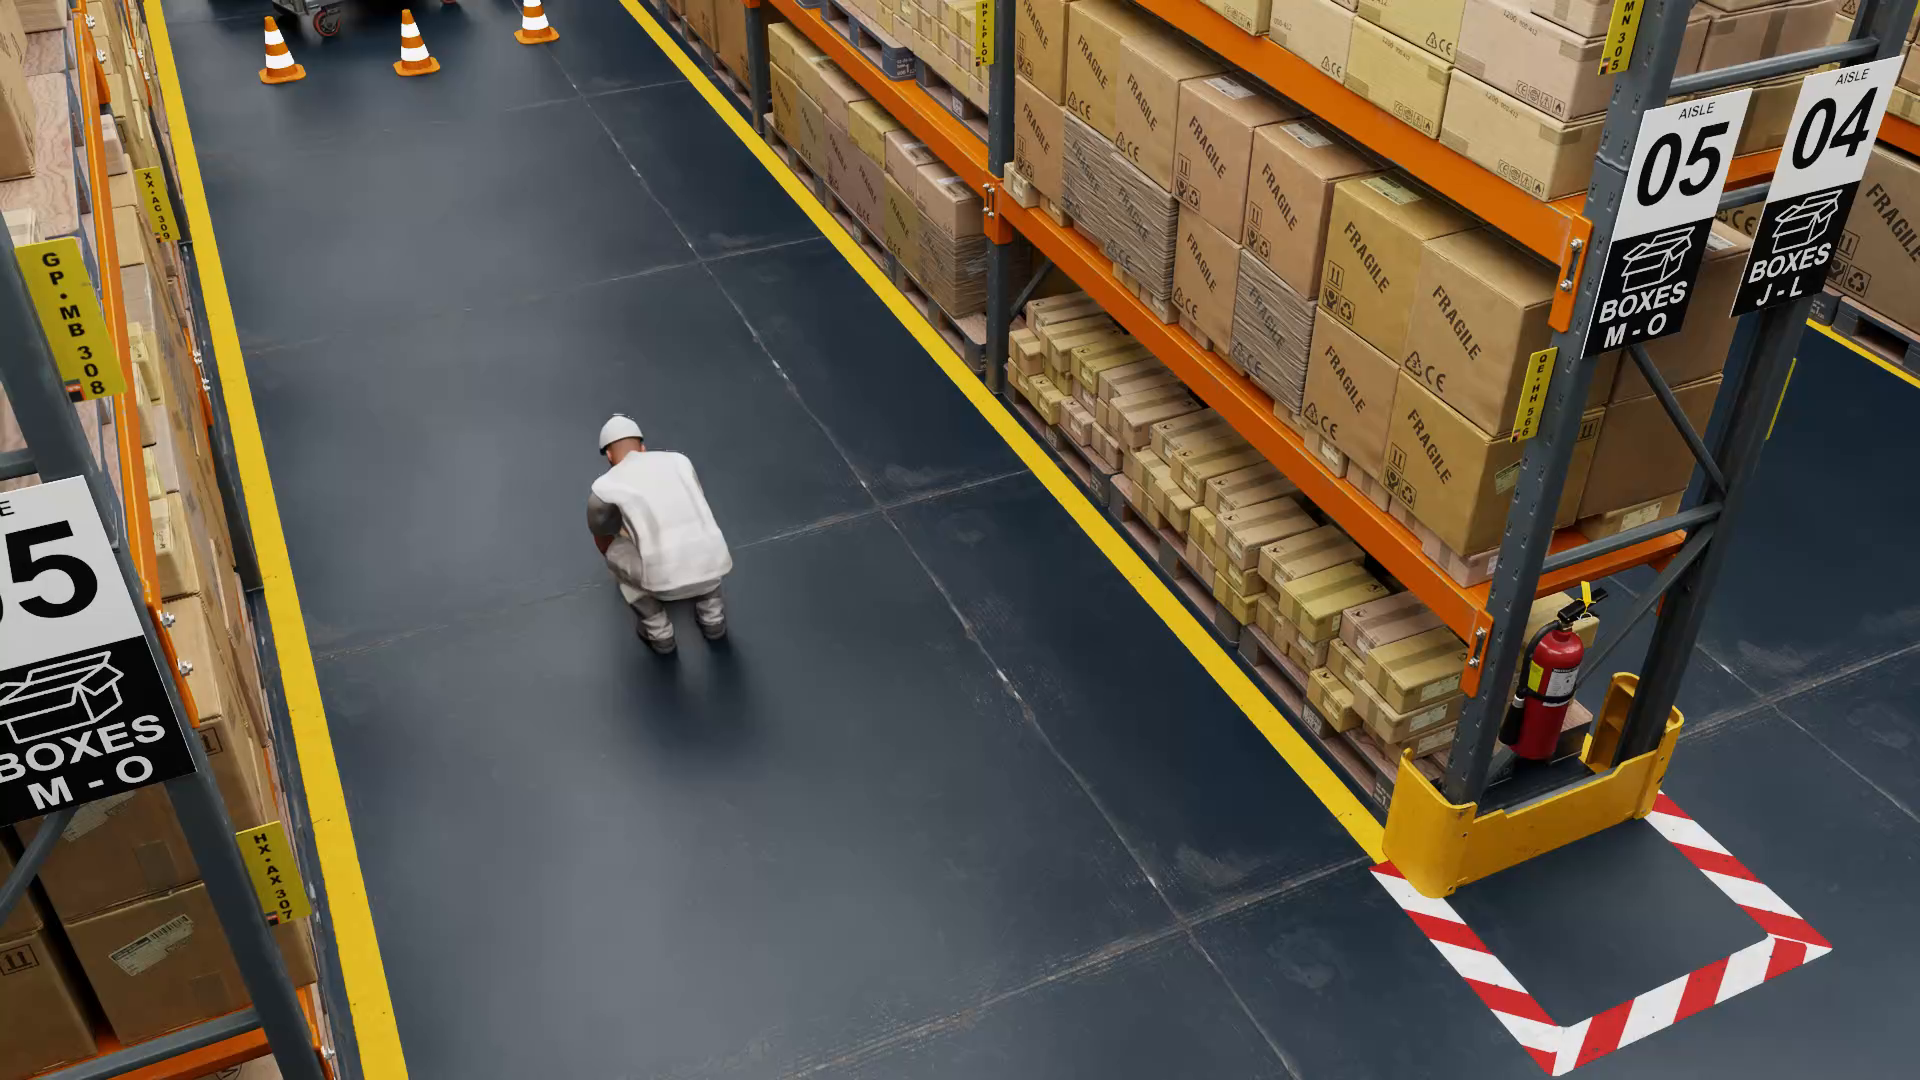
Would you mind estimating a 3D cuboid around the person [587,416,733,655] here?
[{"bbox_3d":[-1.369,-0.008,7.575,0.570,0.920,0.886,-16,40,-20],"label":"person"}]
